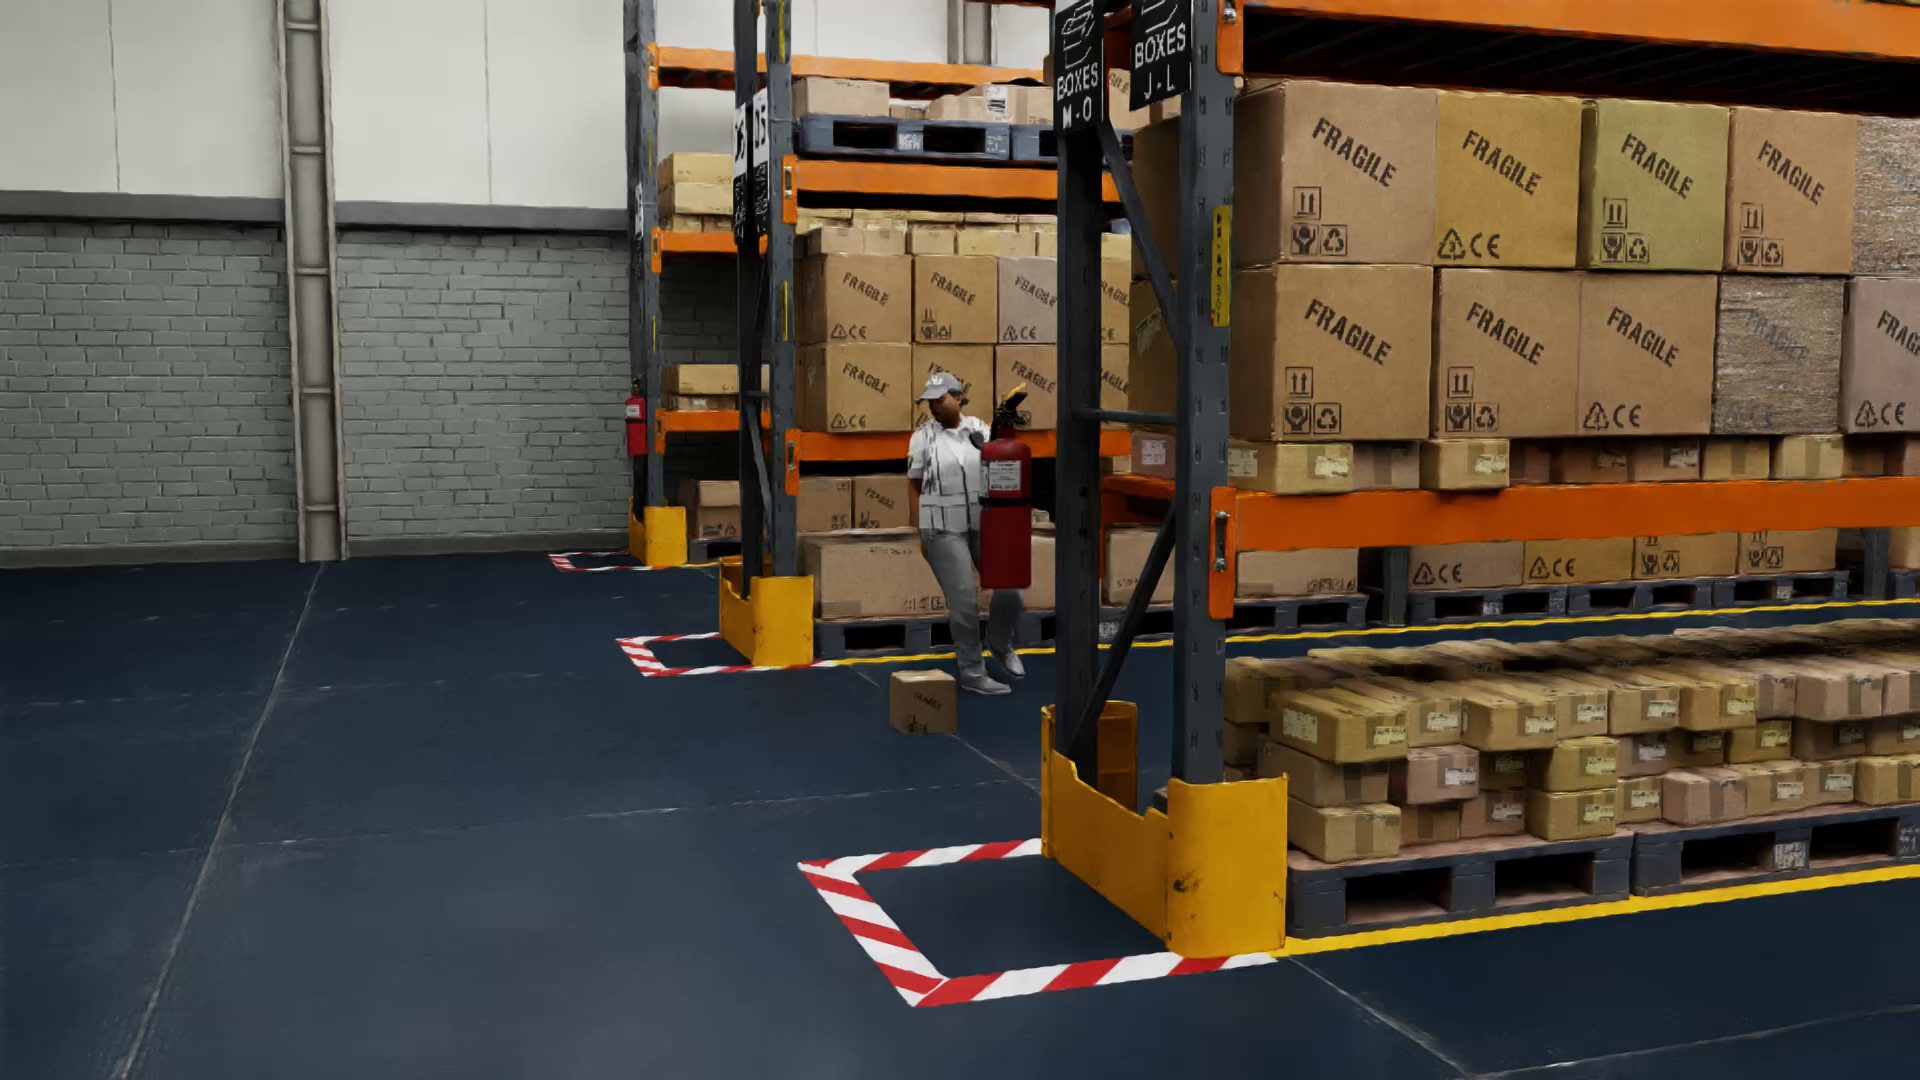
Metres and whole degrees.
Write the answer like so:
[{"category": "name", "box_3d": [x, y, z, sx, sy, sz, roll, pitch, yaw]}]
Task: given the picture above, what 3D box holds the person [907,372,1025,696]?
[{"category": "person", "box_3d": [0.062, -0.037, 8.526, 0.632, 1.644, 0.454, -2, 6, -18]}]
